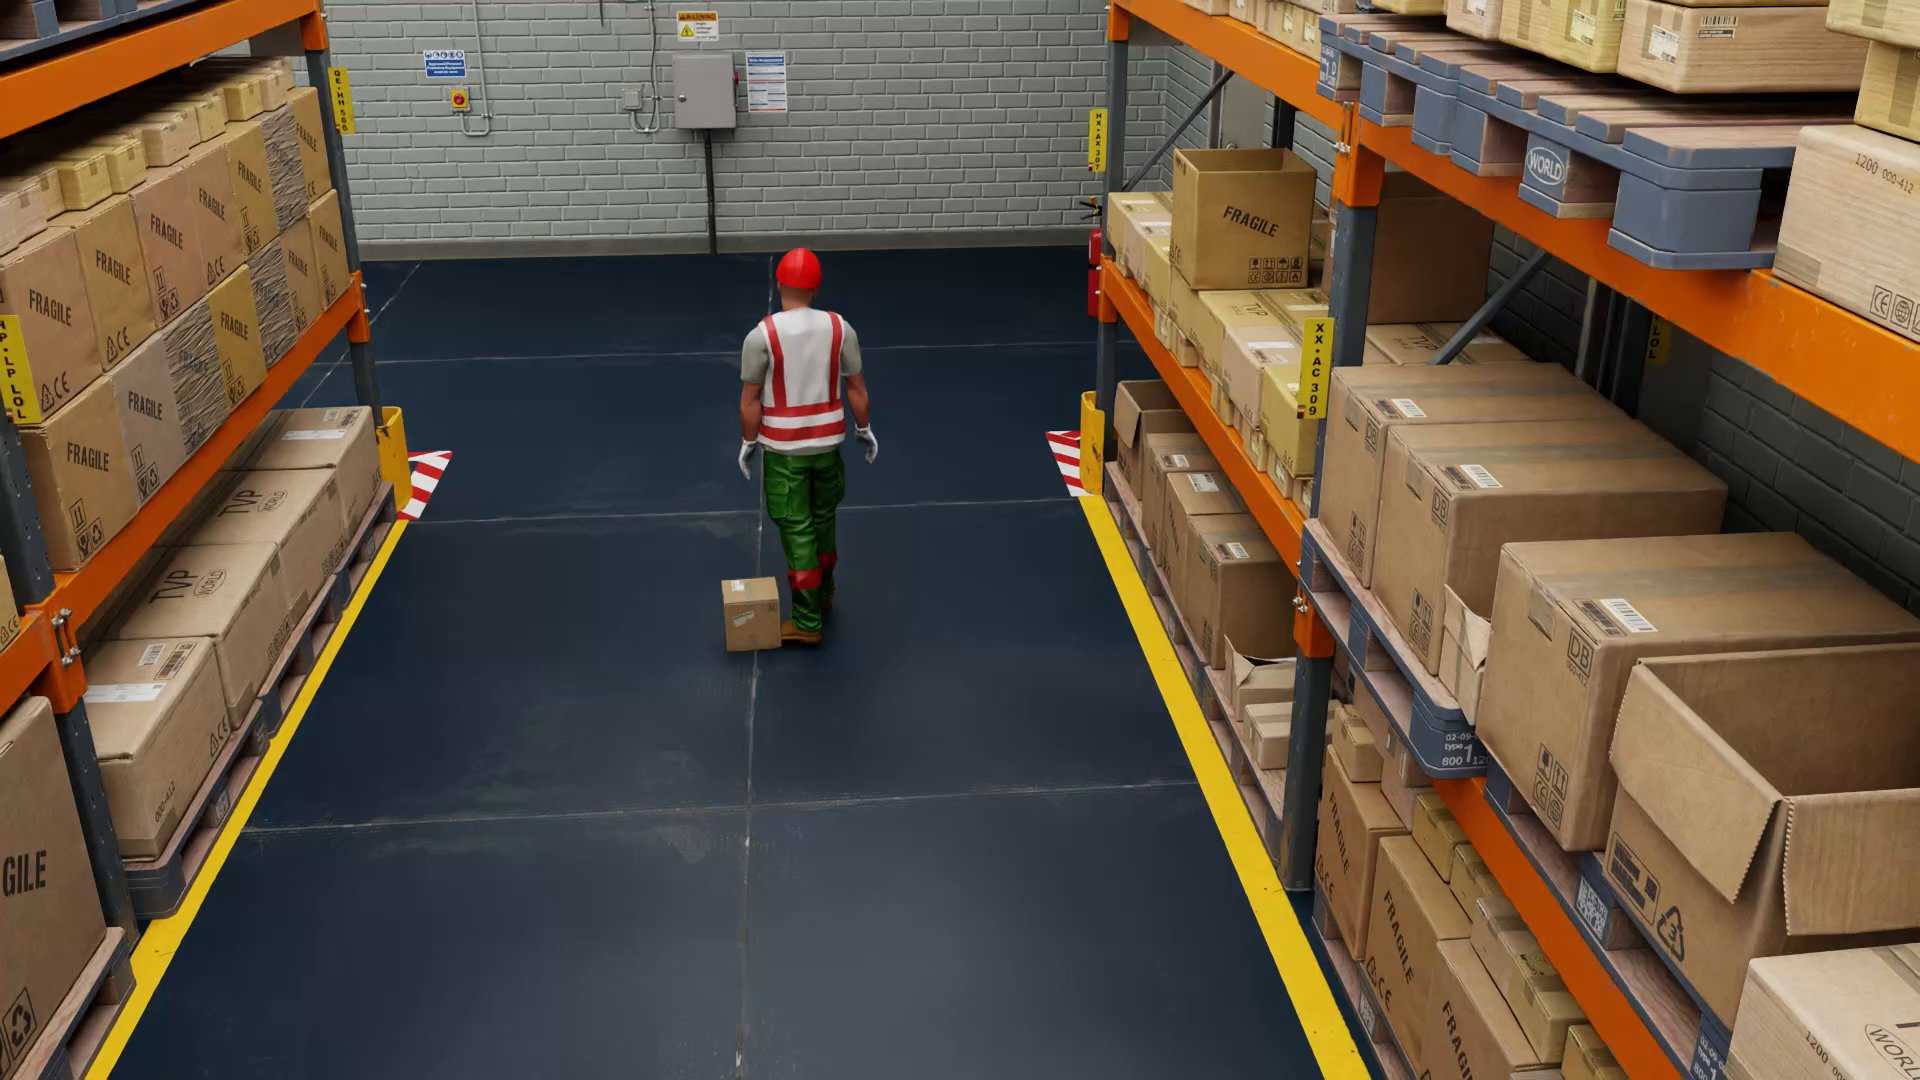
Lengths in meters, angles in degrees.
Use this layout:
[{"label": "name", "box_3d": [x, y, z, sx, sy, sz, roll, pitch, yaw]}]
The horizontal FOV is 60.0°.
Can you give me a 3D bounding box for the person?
[{"label": "person", "box_3d": [-0.699, -0.451, 7.597, 0.649, 1.790, 0.639, -12, 26, -25]}]
